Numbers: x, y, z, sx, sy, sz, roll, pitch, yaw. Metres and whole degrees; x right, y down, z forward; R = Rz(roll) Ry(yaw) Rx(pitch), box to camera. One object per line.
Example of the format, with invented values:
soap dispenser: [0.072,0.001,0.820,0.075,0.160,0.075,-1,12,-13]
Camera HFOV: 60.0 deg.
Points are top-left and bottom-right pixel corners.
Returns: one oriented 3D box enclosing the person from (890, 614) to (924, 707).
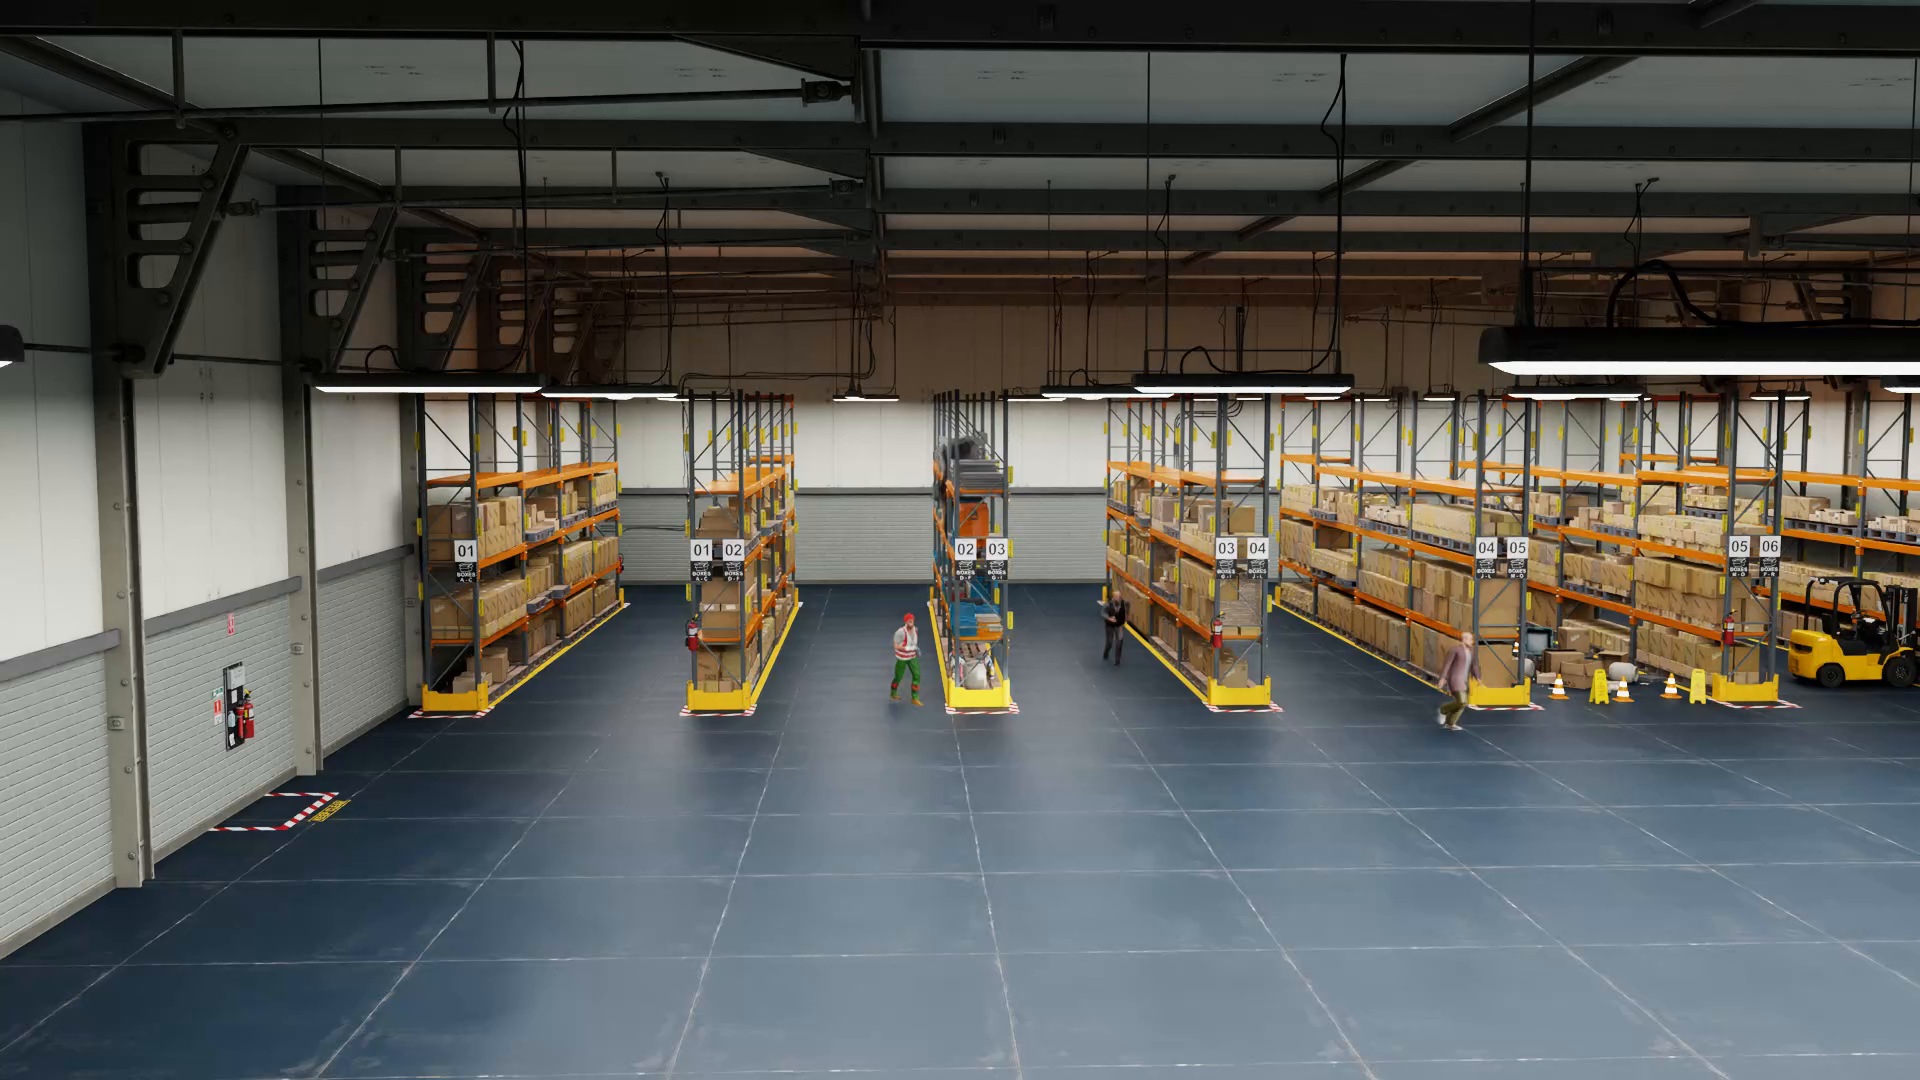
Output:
person: [-1.026,2.263,31.639,0.693,1.773,0.977,-3,6,-34]

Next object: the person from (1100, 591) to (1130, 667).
person: [3.388,1.931,36.723,0.704,1.686,0.980,-1,5,-13]

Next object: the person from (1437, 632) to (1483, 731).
person: [8.786,2.471,29.211,0.686,1.730,0.635,-4,6,-38]
